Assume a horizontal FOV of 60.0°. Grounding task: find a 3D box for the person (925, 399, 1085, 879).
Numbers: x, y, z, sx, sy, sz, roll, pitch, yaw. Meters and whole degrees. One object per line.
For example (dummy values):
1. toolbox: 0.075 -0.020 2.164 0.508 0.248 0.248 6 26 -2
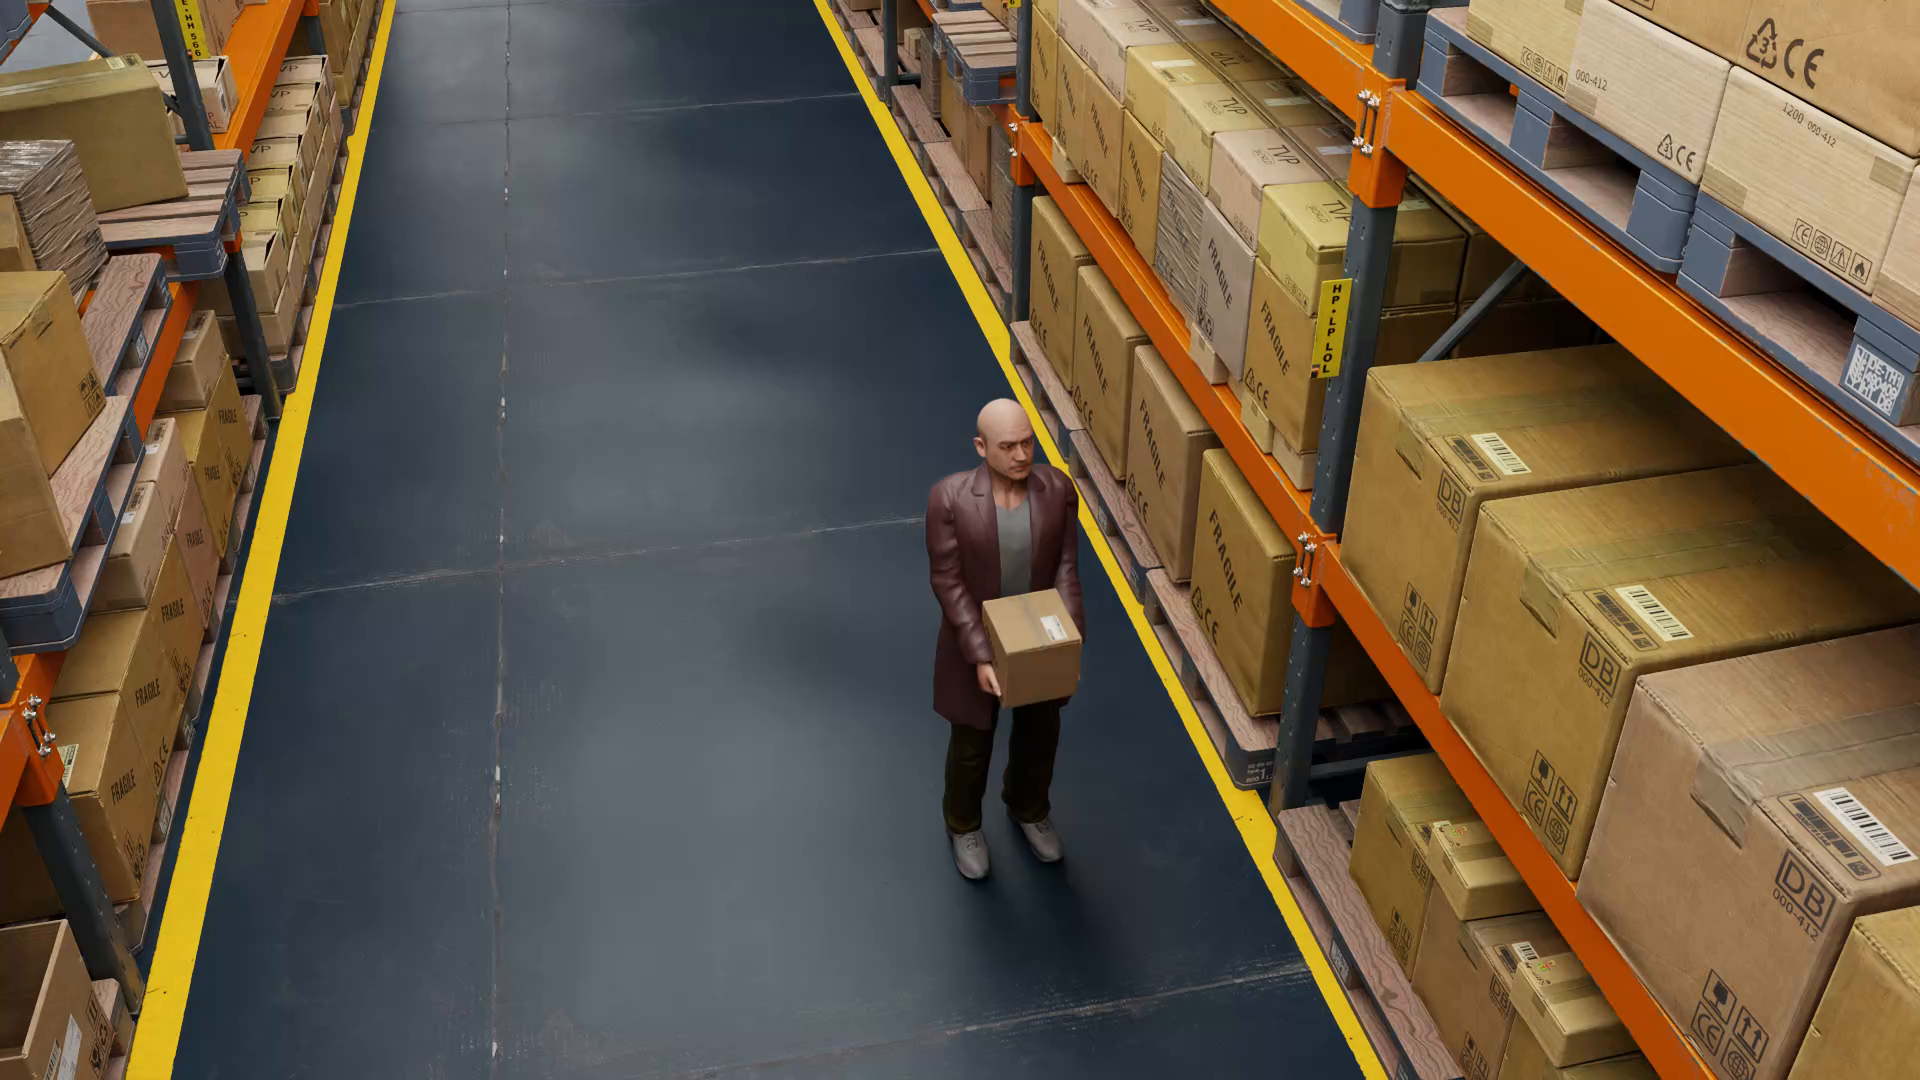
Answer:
1. person: 0.179 0.401 5.564 0.530 1.769 0.563 -10 35 -14
